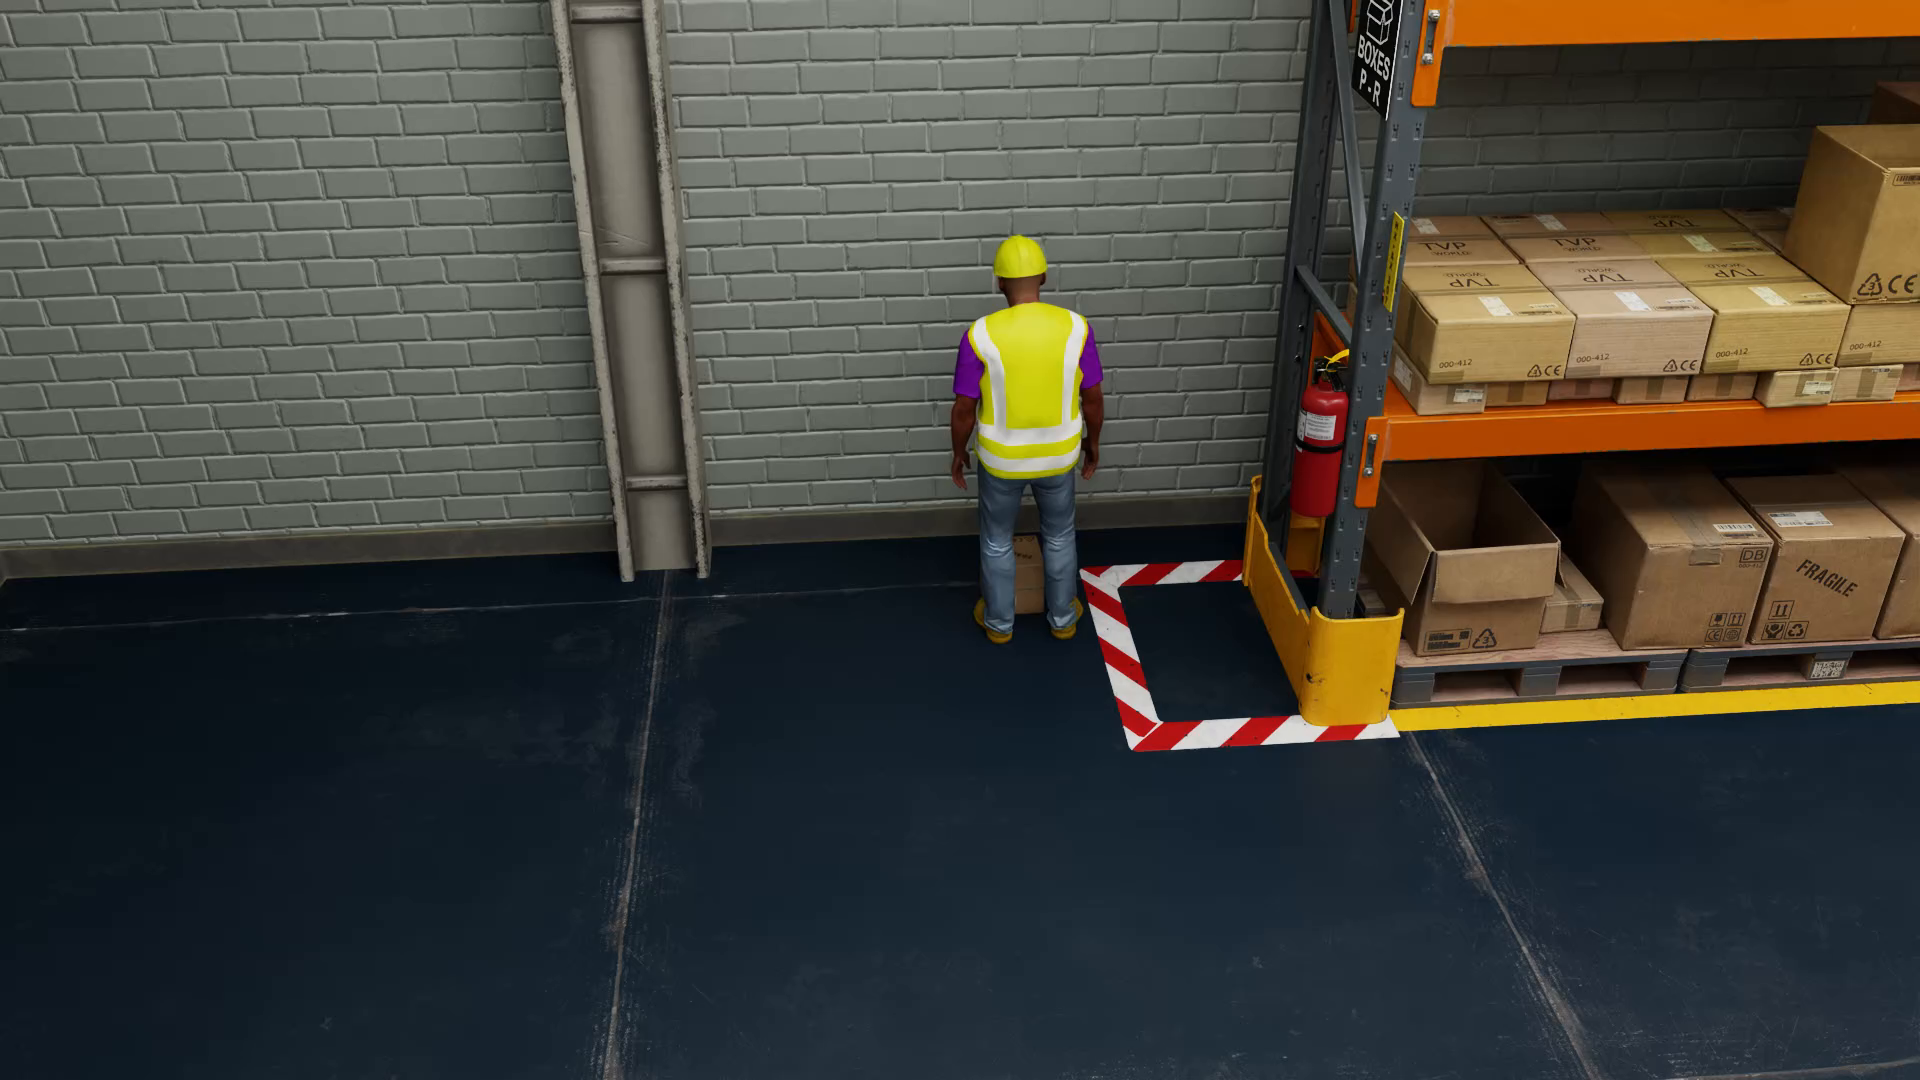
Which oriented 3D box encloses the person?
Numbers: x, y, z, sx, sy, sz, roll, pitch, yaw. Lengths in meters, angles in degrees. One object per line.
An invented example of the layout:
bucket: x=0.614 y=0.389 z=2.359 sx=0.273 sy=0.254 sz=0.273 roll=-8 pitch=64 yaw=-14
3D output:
person: x=0.254 y=-0.373 z=6.742 sx=0.634 sy=1.756 sz=0.459 roll=-4 pitch=31 yaw=-7
